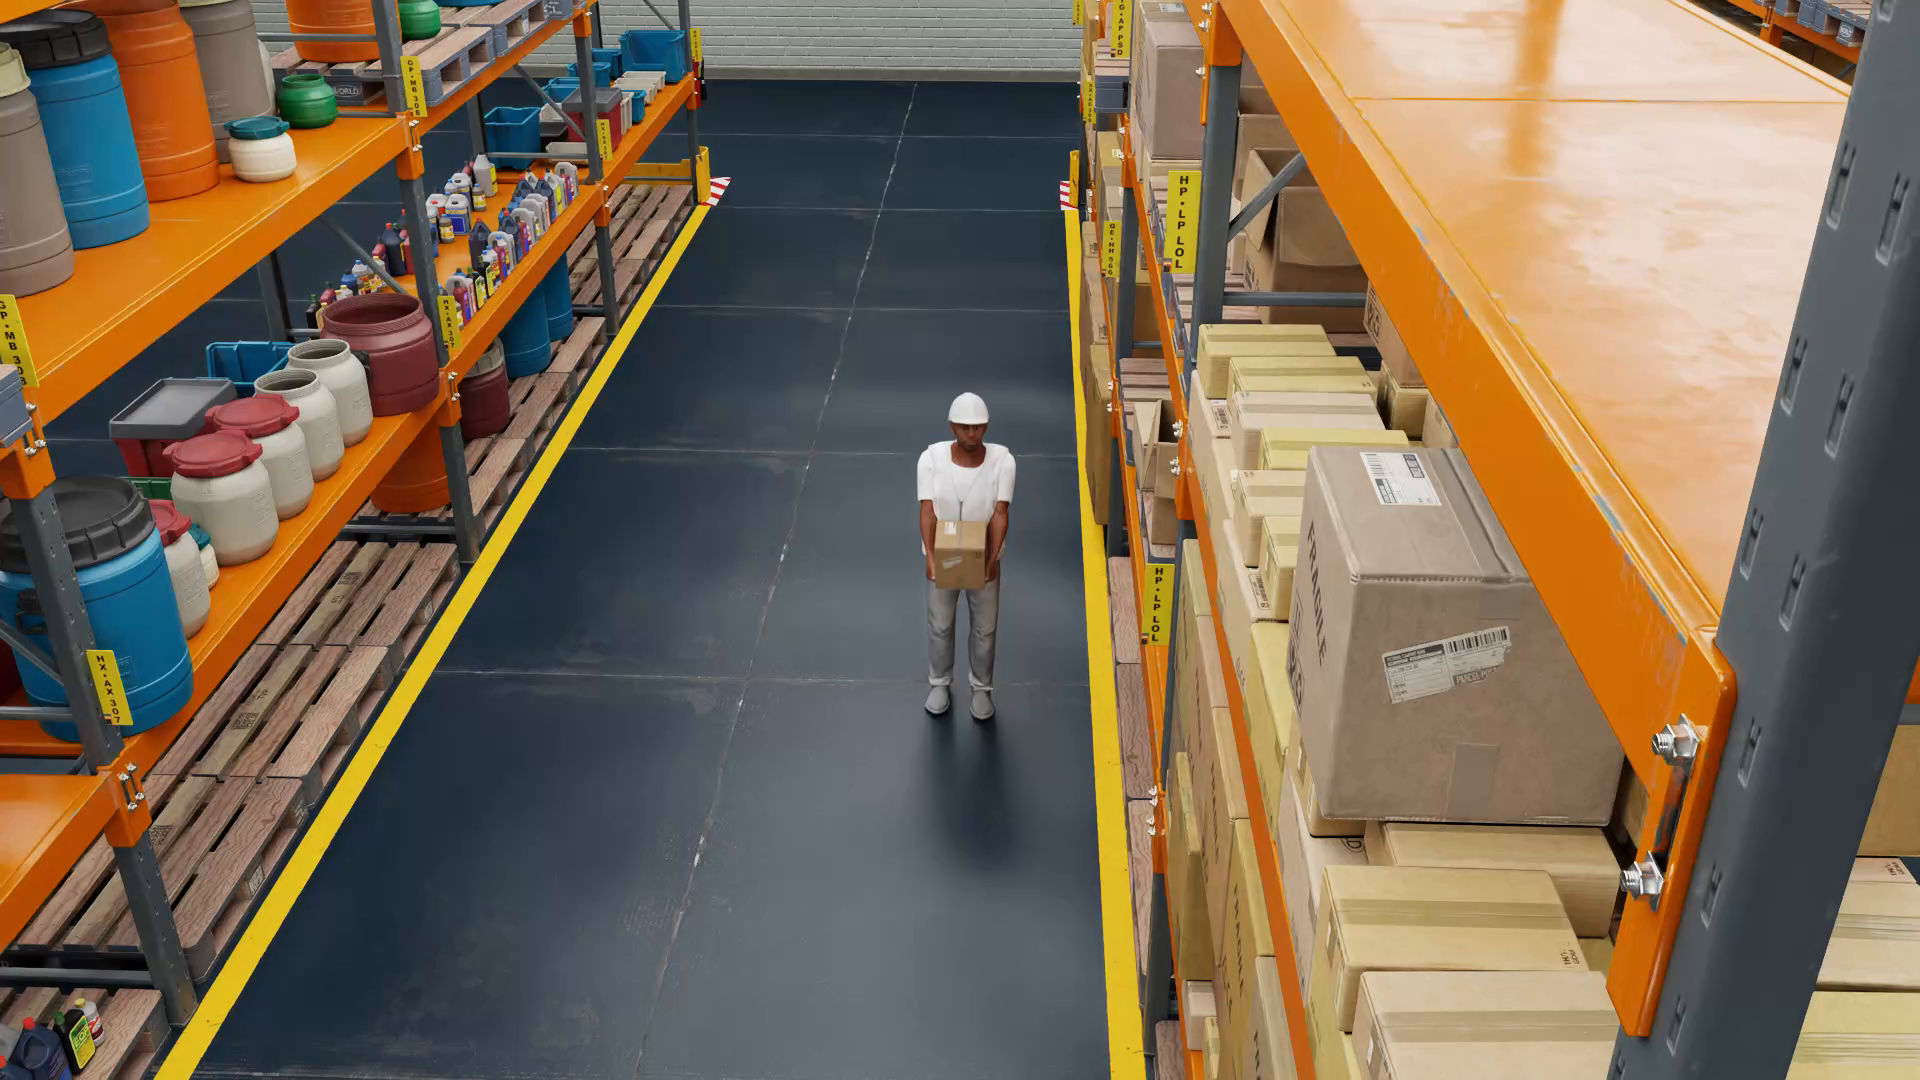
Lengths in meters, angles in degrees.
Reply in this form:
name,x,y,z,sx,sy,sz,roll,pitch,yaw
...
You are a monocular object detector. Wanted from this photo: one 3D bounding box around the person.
name,x,y,z,sx,sy,sz,roll,pitch,yaw
person,0.028,0.127,8.595,0.502,1.761,0.587,1,28,2
